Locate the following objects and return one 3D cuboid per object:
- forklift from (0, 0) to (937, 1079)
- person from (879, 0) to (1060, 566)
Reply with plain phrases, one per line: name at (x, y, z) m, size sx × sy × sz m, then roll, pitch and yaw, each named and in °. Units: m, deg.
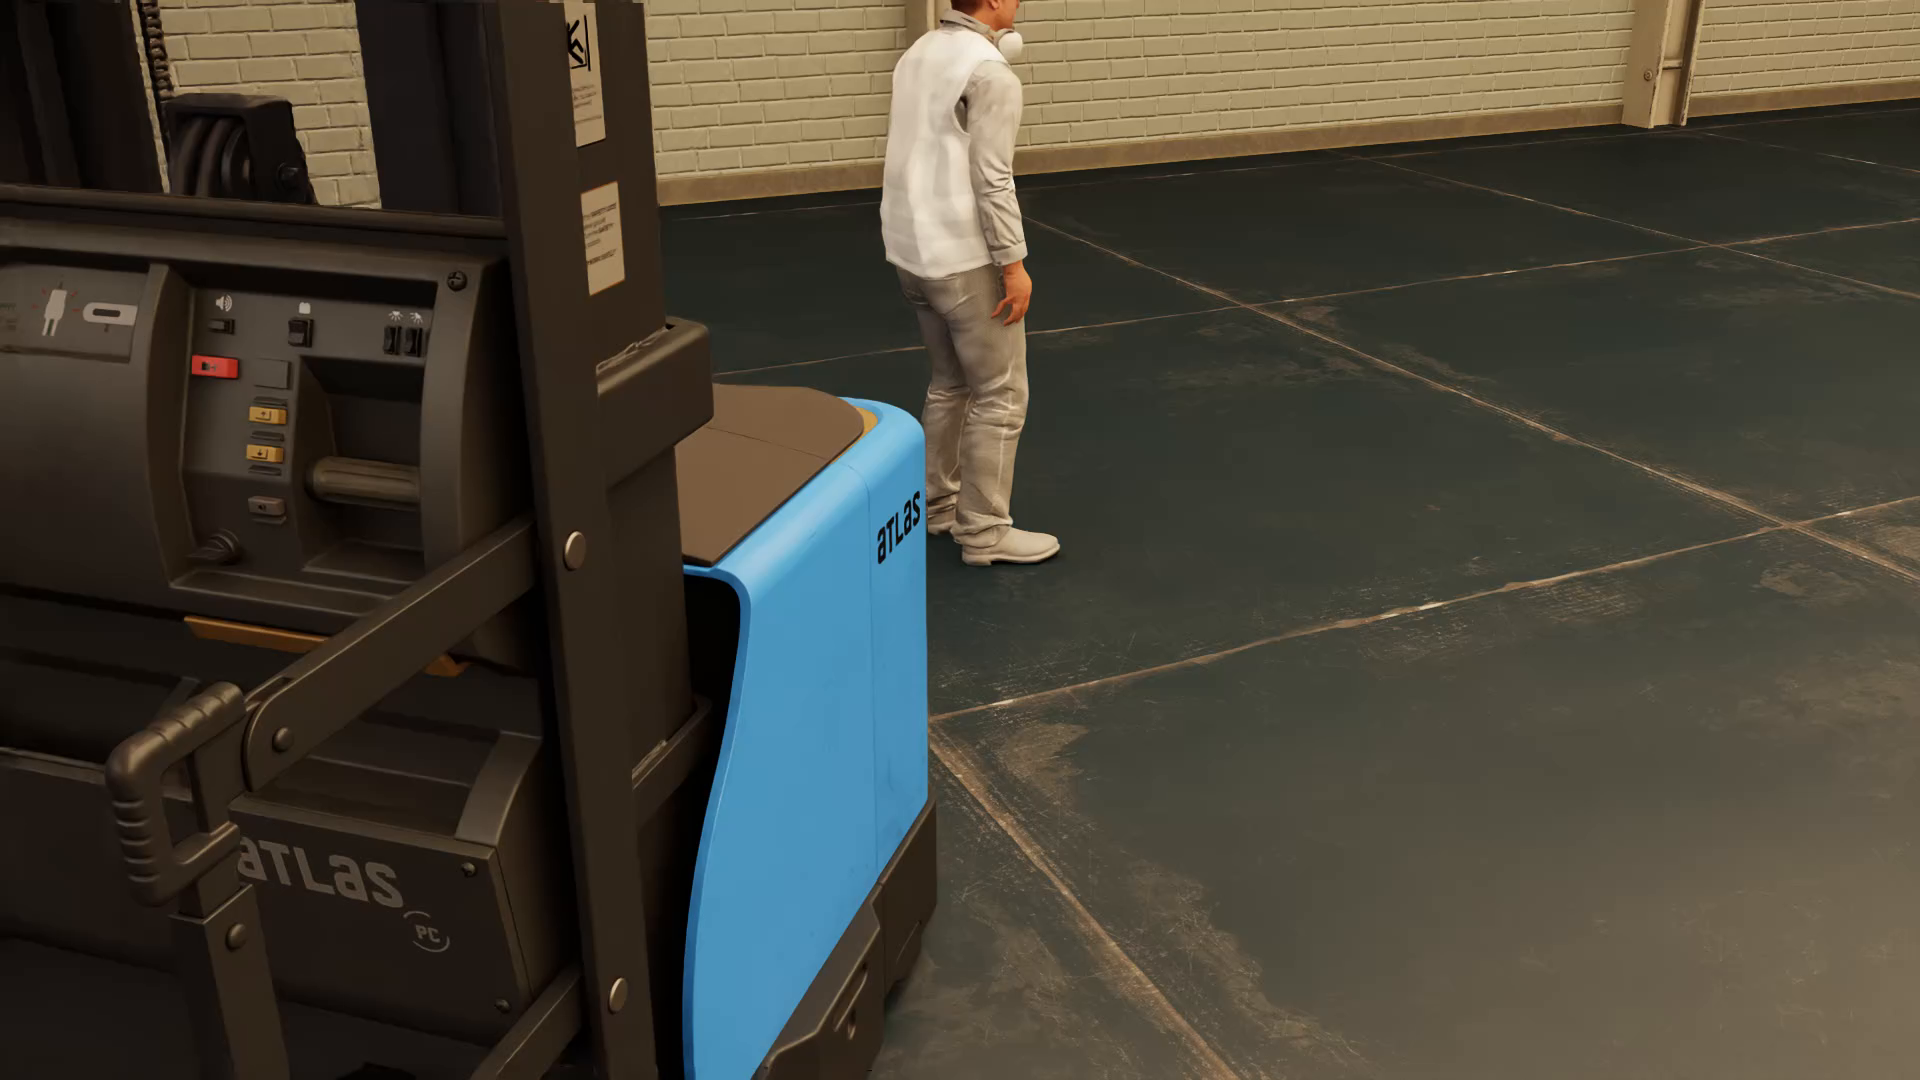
forklift at (-0.978, -0.118, 1.570) m, size 1.130 × 2.935 × 3.031 m, roll 7°, pitch 24°, yaw 16°
person at (0.018, -0.824, 4.785) m, size 0.463 × 1.770 × 0.580 m, roll -11°, pitch 25°, yaw -25°
